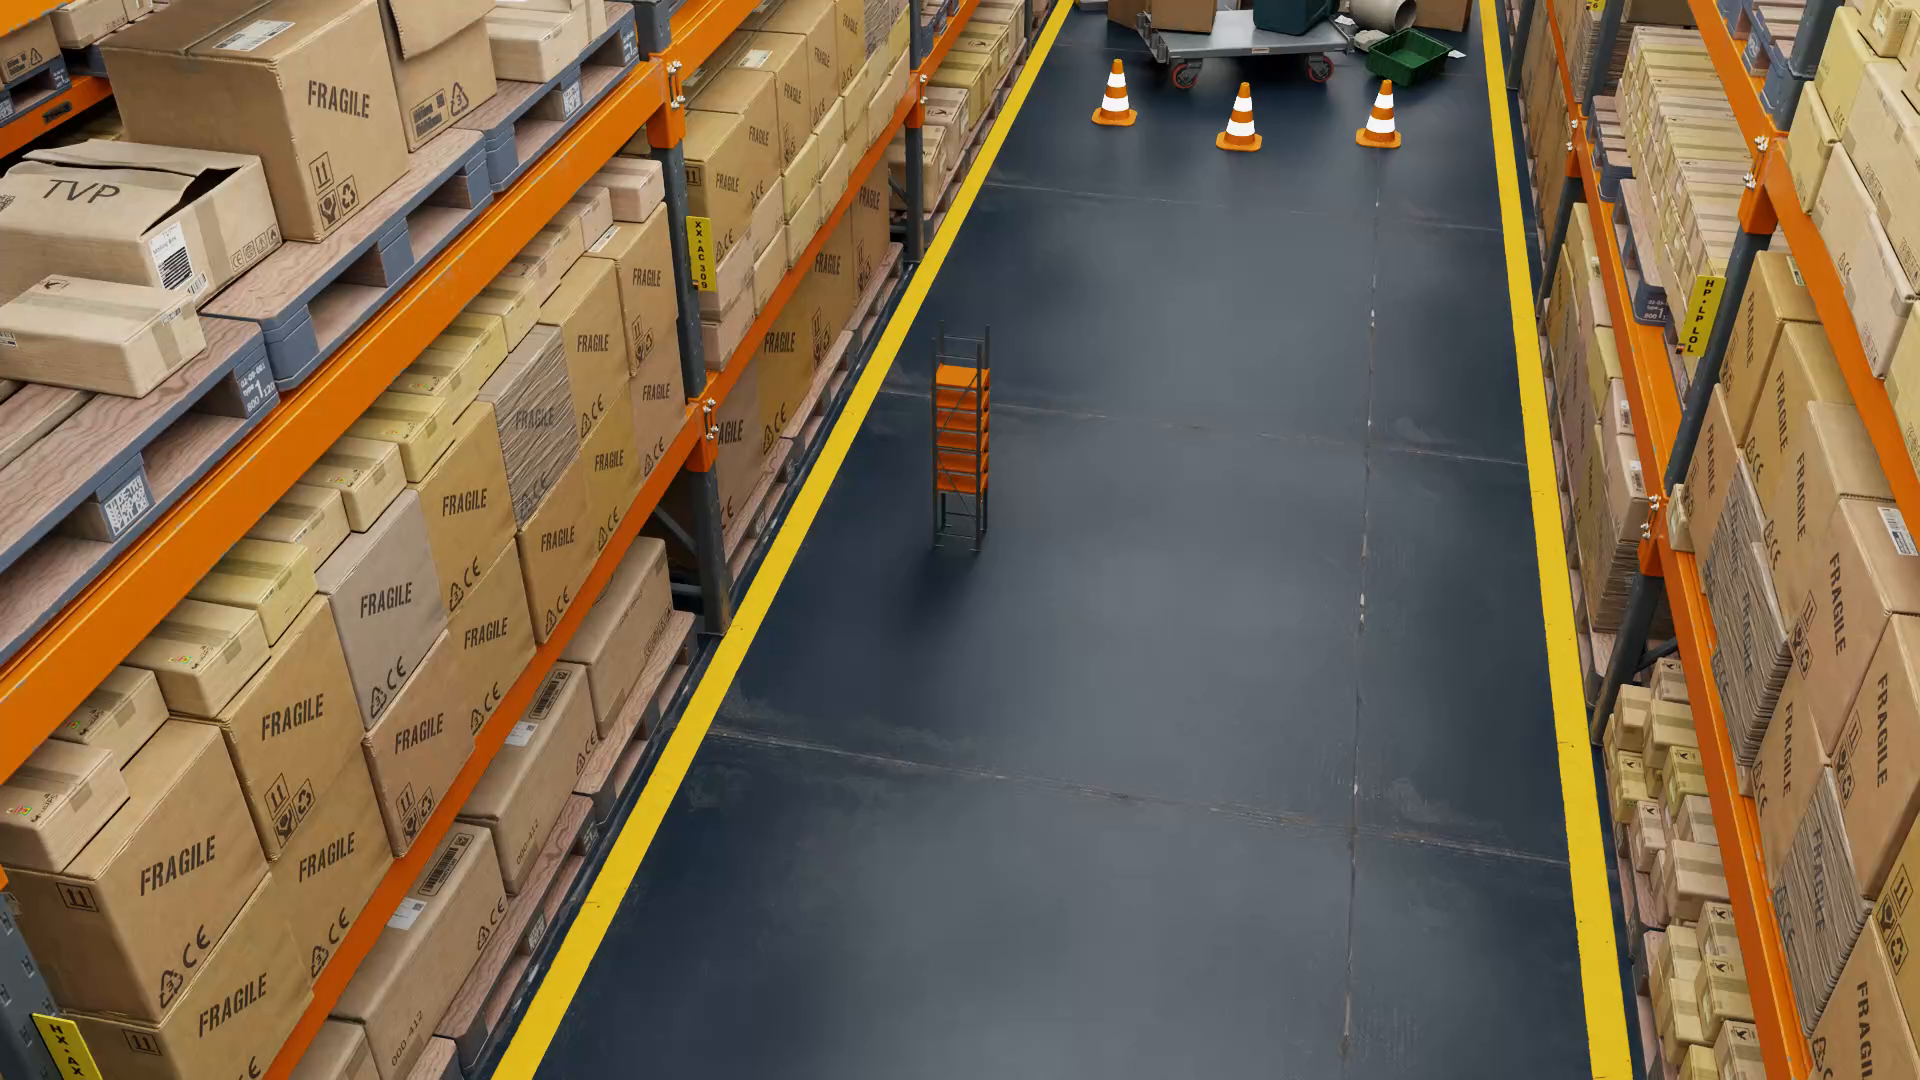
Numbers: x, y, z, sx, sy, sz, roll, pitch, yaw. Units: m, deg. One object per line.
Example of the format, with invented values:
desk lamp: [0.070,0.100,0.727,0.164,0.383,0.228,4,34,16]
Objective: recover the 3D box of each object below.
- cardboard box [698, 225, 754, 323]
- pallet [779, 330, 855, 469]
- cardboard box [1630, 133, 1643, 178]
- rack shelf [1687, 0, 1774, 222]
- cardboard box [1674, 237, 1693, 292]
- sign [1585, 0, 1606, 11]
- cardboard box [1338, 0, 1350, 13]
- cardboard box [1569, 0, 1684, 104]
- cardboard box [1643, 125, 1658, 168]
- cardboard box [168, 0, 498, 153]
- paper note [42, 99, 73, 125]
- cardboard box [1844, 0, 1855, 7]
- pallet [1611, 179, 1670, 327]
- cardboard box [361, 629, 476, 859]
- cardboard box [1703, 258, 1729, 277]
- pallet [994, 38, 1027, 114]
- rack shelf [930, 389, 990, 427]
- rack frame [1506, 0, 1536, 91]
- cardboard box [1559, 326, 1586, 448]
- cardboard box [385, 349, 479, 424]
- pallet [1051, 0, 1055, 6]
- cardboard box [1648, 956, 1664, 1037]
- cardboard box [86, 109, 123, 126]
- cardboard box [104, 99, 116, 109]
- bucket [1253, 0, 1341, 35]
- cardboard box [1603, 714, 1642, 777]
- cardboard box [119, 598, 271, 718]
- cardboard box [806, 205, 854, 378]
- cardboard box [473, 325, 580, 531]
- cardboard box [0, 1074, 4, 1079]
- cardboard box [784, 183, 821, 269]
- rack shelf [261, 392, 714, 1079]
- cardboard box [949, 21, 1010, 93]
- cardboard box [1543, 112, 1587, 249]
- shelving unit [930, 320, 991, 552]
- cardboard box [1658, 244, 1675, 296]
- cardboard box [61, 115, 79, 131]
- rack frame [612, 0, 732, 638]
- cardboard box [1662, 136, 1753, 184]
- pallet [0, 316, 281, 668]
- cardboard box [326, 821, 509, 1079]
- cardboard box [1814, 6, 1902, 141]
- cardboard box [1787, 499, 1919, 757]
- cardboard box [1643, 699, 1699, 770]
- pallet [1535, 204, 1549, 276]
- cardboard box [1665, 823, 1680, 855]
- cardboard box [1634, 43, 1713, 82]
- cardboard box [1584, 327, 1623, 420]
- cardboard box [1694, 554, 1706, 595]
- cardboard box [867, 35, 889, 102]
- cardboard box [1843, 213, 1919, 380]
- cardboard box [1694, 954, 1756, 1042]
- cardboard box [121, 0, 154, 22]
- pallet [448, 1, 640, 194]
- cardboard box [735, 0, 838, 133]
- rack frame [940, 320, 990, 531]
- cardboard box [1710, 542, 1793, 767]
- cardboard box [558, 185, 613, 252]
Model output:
cardboard box: [-1.224,-1.206,7.329,0.500,0.250,0.500,6,36,9]
pallet: [-1.244,-0.871,9.542,1.003,0.211,1.213,7,37,10]
cardboard box: [3.654,-1.951,8.513,0.380,0.149,0.250,9,37,12]
rack shelf: [3.691,-2.354,7.269,1.077,0.370,4.000,7,37,10]
cardboard box: [3.321,-1.176,7.190,0.380,0.149,0.250,6,36,8]
sign: [3.575,-3.114,9.274,0.100,0.325,0.005,7,37,10]
cardboard box: [3.540,-4.980,15.165,0.396,0.266,0.258,14,38,18]
cardboard box: [3.952,-2.910,9.894,0.500,0.500,0.500,7,37,10]
cardboard box: [3.601,-1.918,8.213,0.380,0.149,0.250,7,37,10]
cardboard box: [-1.850,-1.537,4.997,0.797,0.503,0.637,10,37,14]
paper note: [-2.568,-1.217,4.726,0.006,0.032,0.123,7,37,10]
cardboard box: [3.452,-1.913,5.604,0.700,0.500,0.500,7,37,10]
pallet: [3.735,-1.360,8.004,1.003,0.211,1.213,7,37,10]
cardboard box: [-1.858,0.584,5.074,0.500,0.500,0.500,7,37,10]
cardboard box: [3.215,-1.002,6.696,0.380,0.149,0.250,6,36,9]
pallet: [-0.050,-3.858,13.663,1.003,0.211,1.213,7,37,10]
rack shelf: [0.003,-0.652,8.065,0.258,0.103,0.180,7,37,10]
rack frame: [4.972,-4.871,12.685,1.000,3.000,0.127,7,37,10]
cardboard box: [3.509,-0.778,8.810,0.500,0.500,0.500,6,36,9]
cardboard box: [-1.721,-0.471,5.124,0.380,0.149,0.250,7,37,10]
pallet: [0.482,-5.395,15.784,1.003,0.211,1.213,7,37,10]
cardboard box: [2.634,1.617,5.804,0.380,0.149,0.250,6,36,9]
cardboard box: [-5.475,-2.706,10.916,0.380,0.149,0.250,6,36,8]
cardboard box: [-5.953,-2.712,11.478,0.500,0.500,0.500,9,37,12]
bucket: [2.749,-4.528,13.706,0.726,0.611,0.620,20,51,26]
cardboard box: [2.872,0.868,6.837,0.380,0.149,0.250,6,36,8]
cardboard box: [-1.948,0.276,4.094,0.380,0.149,0.250,8,37,11]
cardboard box: [-1.163,-1.553,9.560,0.875,0.875,0.875,8,37,11]
cardboard box: [-1.641,-0.404,5.585,0.500,0.500,0.500,8,37,11]
cardboard box: [-2.604,1.096,4.367,0.500,0.500,0.500,8,37,10]
cardboard box: [-1.008,-1.594,8.291,0.500,0.250,0.500,7,37,10]
rack shelf: [-2.021,0.591,5.762,1.077,0.370,4.000,7,37,10]
cardboard box: [-0.145,-3.826,13.124,0.950,0.372,0.625,10,37,13]
cardboard box: [4.336,-2.175,10.524,1.050,0.750,0.750,7,36,9]
shelving unit: [0.003,-0.494,8.179,0.258,1.200,0.189,7,37,10]
cardboard box: [3.373,-1.201,7.477,0.380,0.149,0.250,6,36,8]
cardboard box: [-6.088,-2.772,11.008,0.380,0.149,0.250,8,37,11]
rack frame: [-1.594,-0.847,7.133,1.000,3.000,0.127,7,37,10]
cardboard box: [3.494,-1.750,7.728,0.380,0.149,0.250,7,36,9]
pallet: [-2.300,-0.159,3.703,1.003,0.211,1.213,7,37,10]
cardboard box: [-2.218,1.397,5.862,0.875,0.438,0.875,8,37,11]
cardboard box: [2.926,-1.395,5.034,0.500,0.250,0.500,8,37,11]
cardboard box: [2.584,0.256,4.420,0.500,0.500,0.500,6,36,8]
cardboard box: [2.871,0.781,6.451,0.380,0.149,0.250,9,37,12]
pallet: [4.360,-1.891,10.950,1.003,0.211,1.213,7,37,10]
cardboard box: [2.830,1.202,6.124,0.380,0.149,0.250,6,36,8]
cardboard box: [3.775,-2.492,8.751,0.380,0.149,0.250,6,36,9]
cardboard box: [3.398,-0.802,8.205,0.500,0.250,0.500,6,36,8]
cardboard box: [2.901,0.096,6.046,0.380,0.149,0.250,8,37,11]
cardboard box: [-0.701,-2.678,9.361,0.500,0.250,0.500,6,36,9]
cardboard box: [2.678,-0.622,4.393,0.500,0.250,0.500,9,37,12]
cardboard box: [2.629,1.523,5.427,0.380,0.149,0.250,7,37,10]
cardboard box: [-5.355,-3.404,10.517,0.380,0.149,0.250,8,37,11]
pallet: [-1.779,-1.558,5.633,1.003,0.211,1.213,7,37,10]
cardboard box: [-0.924,-2.388,8.322,0.500,0.500,0.500,7,36,9]
rack frame: [0.023,-0.547,8.252,0.240,1.200,0.006,7,37,10]
cardboard box: [2.670,0.376,5.107,0.500,0.500,0.500,7,36,9]
cardboard box: [-1.511,-1.201,6.131,0.380,0.149,0.250,8,37,11]
